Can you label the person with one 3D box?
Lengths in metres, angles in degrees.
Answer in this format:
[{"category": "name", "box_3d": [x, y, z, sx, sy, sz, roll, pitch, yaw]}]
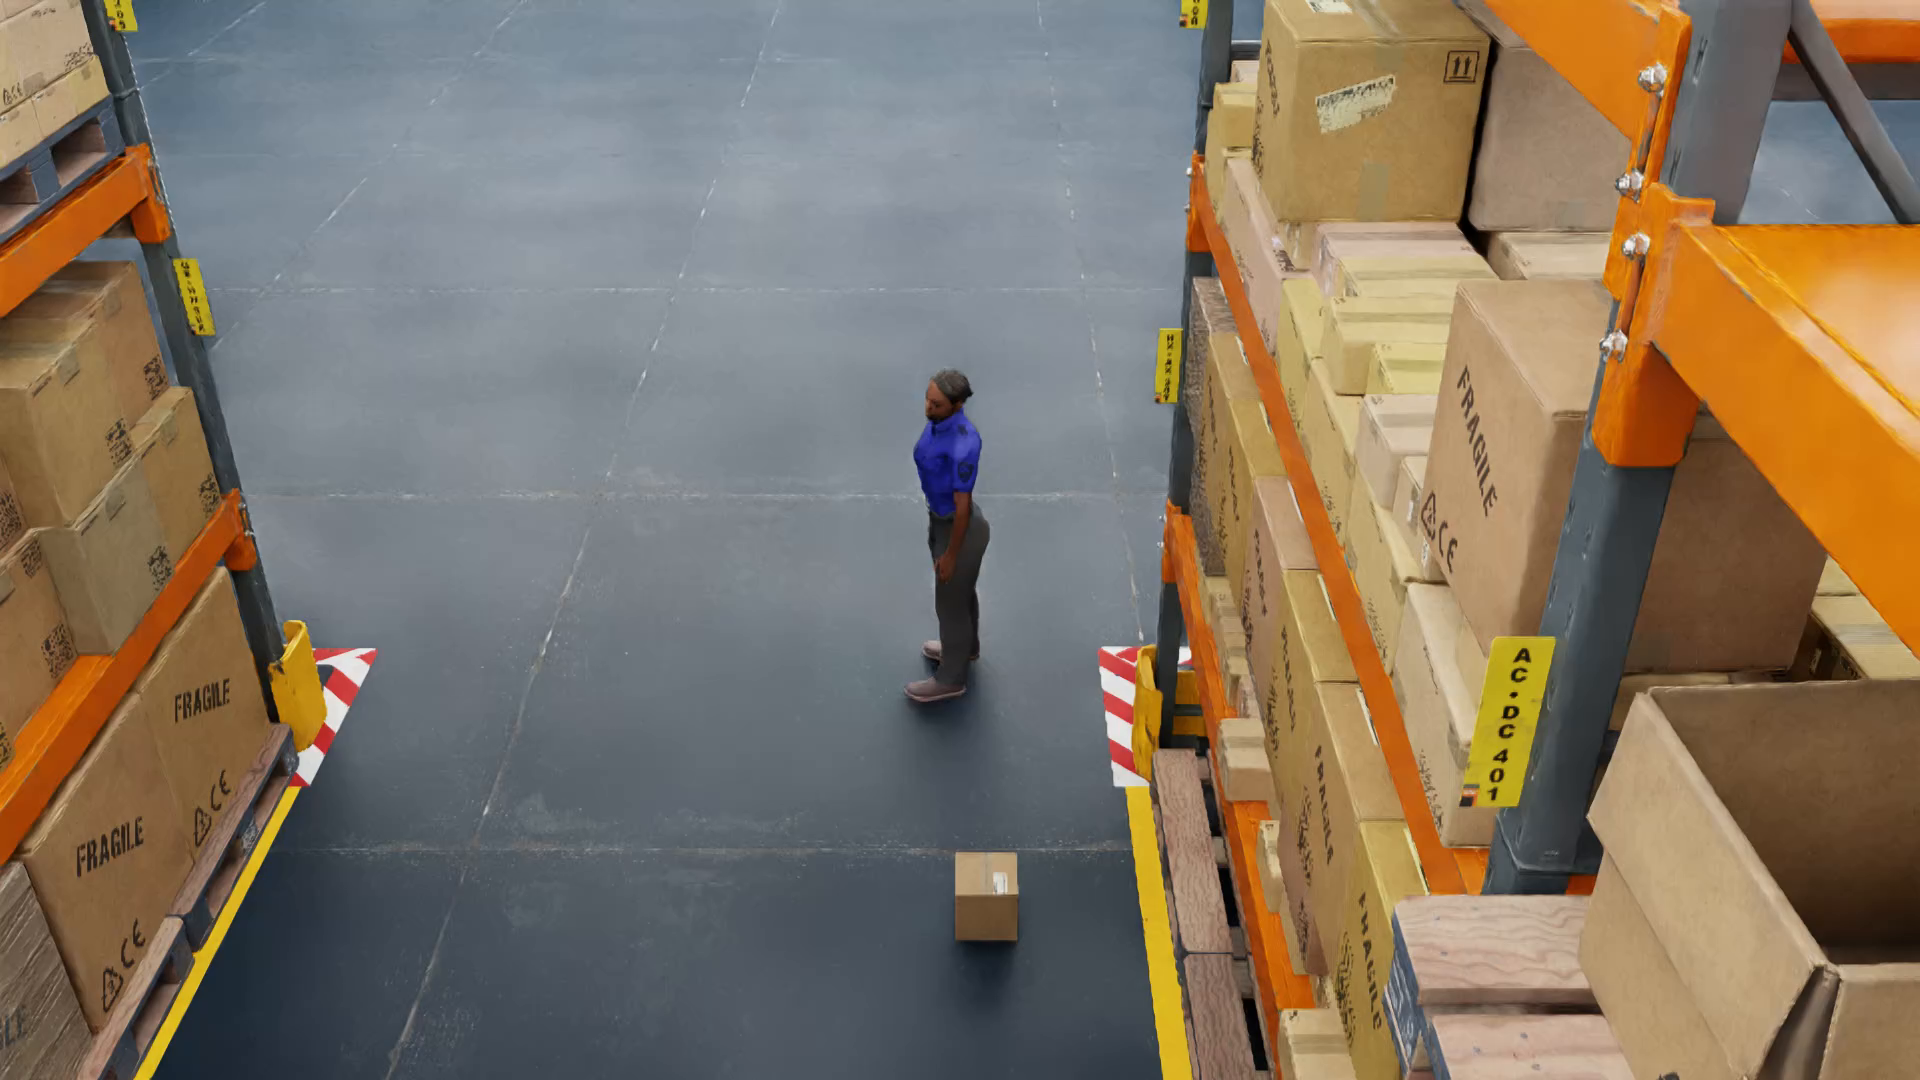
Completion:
[{"category": "person", "box_3d": [-0.087, -0.039, 7.655, 0.437, 1.666, 0.532, -8, 33, -12]}]
